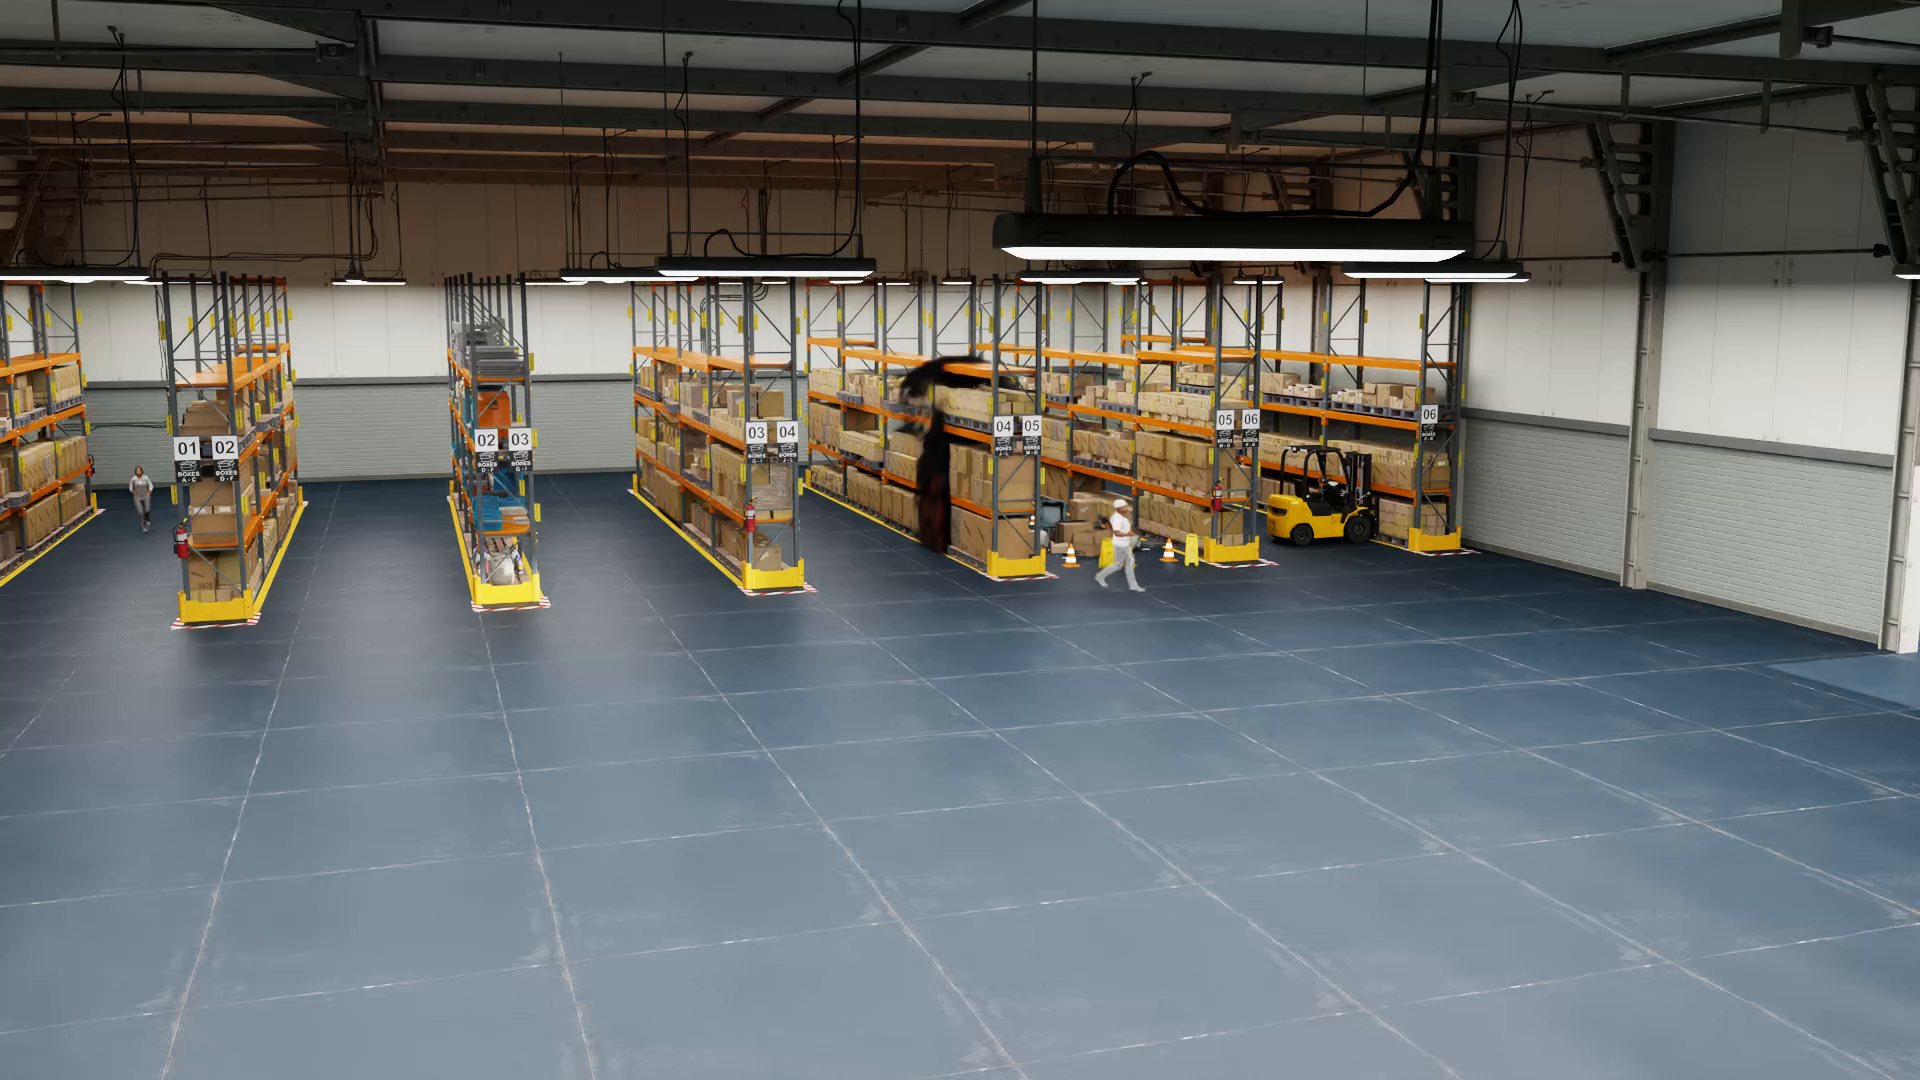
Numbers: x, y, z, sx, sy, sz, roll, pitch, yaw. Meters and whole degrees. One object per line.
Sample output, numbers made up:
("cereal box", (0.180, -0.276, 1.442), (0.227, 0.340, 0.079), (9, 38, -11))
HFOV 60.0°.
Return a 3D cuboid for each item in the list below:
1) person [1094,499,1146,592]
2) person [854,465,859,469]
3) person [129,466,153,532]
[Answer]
("person", (3.035, 0.103, 31.427), (0.972, 1.765, 0.699), (2, 9, 16))
("person", (-2.952, -2.588, 49.623), (0.739, 1.775, 0.735), (7, 11, 39))
("person", (-19.304, -0.961, 39.238), (0.510, 1.556, 0.519), (-4, 10, -26))
